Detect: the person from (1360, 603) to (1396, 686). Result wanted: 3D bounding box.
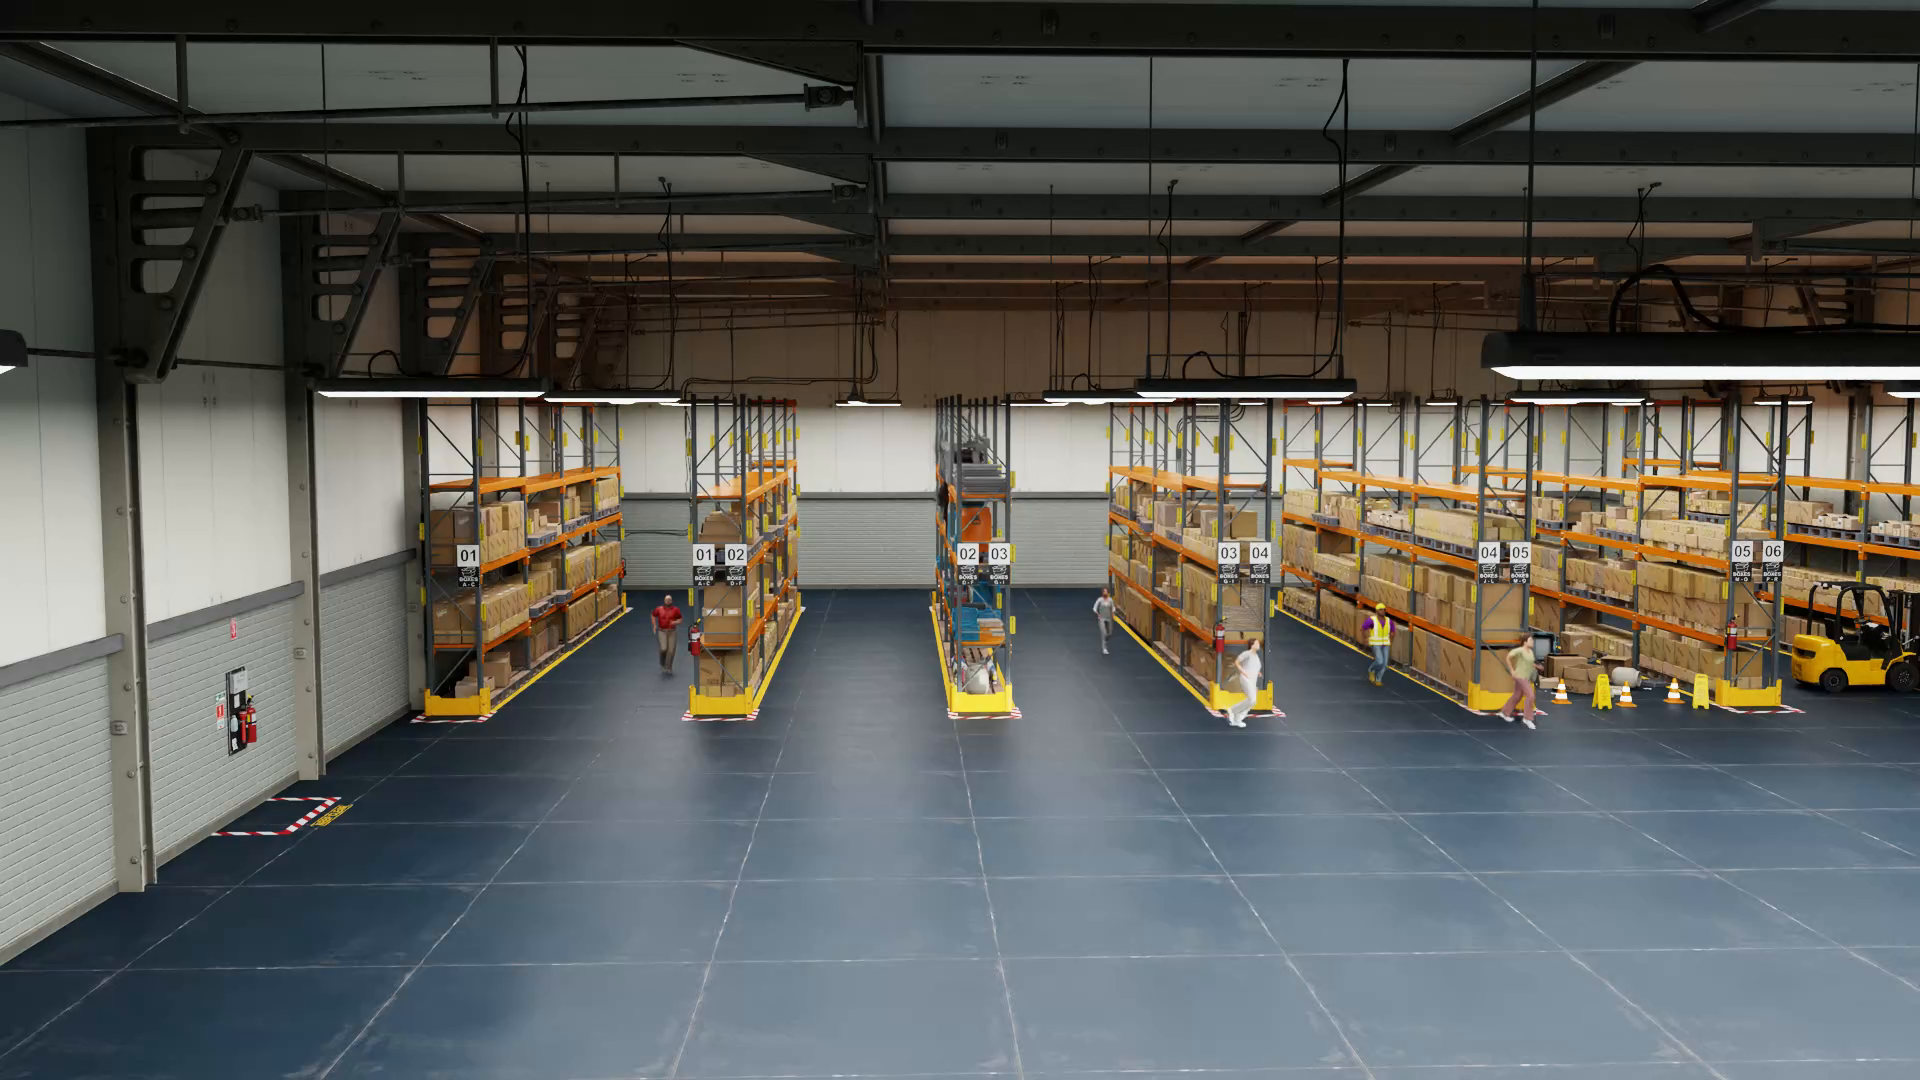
[{"bbox_3d":[8.659,2.165,34.216,0.691,1.723,0.586,-1,5,-10],"label":"person"}]

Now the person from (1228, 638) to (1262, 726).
[{"bbox_3d":[5.211,2.556,30.085,0.551,1.583,0.634,4,6,39],"label":"person"}]

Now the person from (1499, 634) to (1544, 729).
[{"bbox_3d":[10.147,2.534,30.083,0.826,1.707,0.515,4,6,43],"label":"person"}]

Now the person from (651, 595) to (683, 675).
[{"bbox_3d":[-6.306,2.046,35.882,0.652,1.718,0.653,-1,5,-16],"label":"person"}]

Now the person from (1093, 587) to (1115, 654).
[{"bbox_3d":[3.384,1.878,39.018,0.536,1.548,0.567,-1,5,-9],"label":"person"}]
